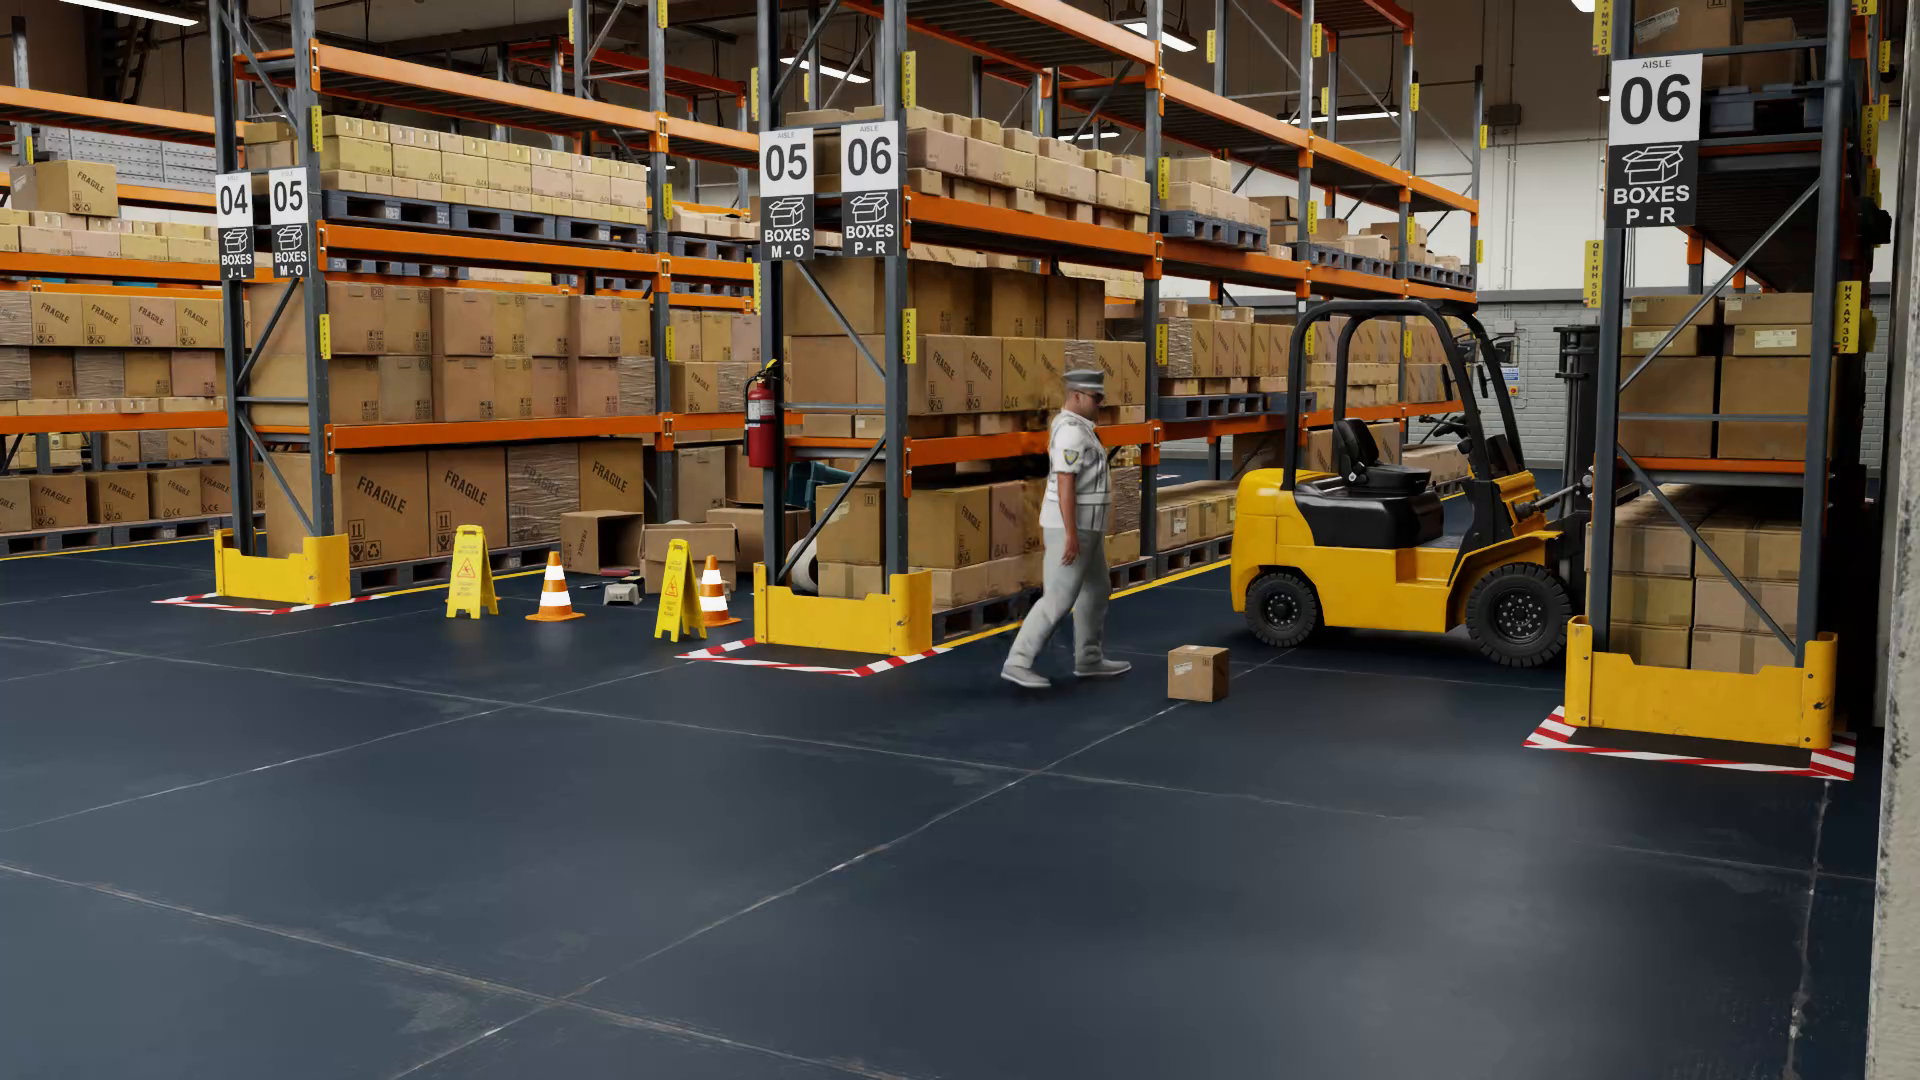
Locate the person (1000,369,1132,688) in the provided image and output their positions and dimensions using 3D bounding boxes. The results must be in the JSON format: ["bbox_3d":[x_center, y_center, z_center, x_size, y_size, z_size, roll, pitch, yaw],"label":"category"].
[{"bbox_3d":[0.588,-0.068,9.031,0.718,1.715,0.683,0,6,4],"label":"person"}]
